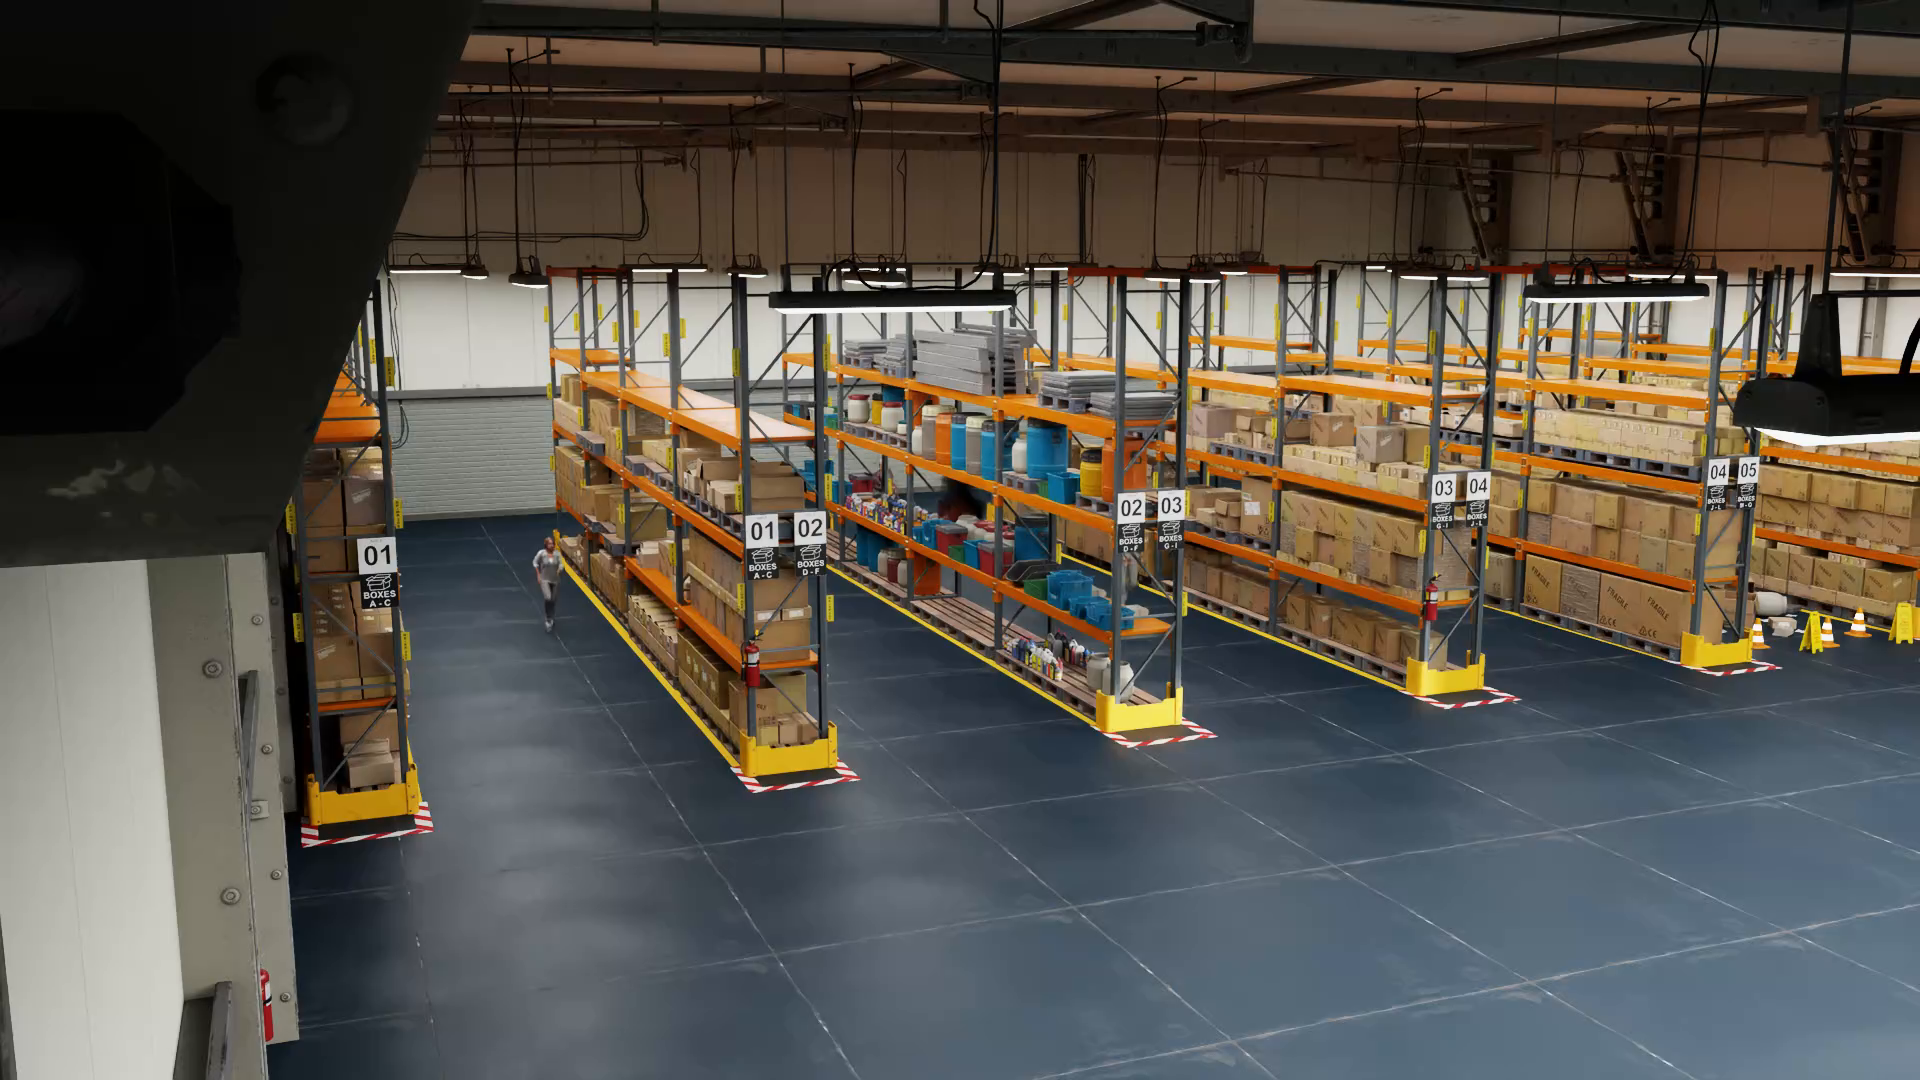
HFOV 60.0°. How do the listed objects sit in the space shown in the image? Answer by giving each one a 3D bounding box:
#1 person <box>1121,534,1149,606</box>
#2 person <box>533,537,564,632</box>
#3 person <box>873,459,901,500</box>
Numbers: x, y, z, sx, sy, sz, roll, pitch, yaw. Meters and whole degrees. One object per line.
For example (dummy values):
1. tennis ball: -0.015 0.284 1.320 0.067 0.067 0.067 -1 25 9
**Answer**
1. person: 2.928 0.421 28.339 0.637 1.496 0.790 -2 10 -13
2. person: -6.898 0.733 27.962 0.459 1.591 0.788 -5 11 -27
3. person: -1.649 -0.973 37.229 0.779 1.719 0.698 -10 14 -44
